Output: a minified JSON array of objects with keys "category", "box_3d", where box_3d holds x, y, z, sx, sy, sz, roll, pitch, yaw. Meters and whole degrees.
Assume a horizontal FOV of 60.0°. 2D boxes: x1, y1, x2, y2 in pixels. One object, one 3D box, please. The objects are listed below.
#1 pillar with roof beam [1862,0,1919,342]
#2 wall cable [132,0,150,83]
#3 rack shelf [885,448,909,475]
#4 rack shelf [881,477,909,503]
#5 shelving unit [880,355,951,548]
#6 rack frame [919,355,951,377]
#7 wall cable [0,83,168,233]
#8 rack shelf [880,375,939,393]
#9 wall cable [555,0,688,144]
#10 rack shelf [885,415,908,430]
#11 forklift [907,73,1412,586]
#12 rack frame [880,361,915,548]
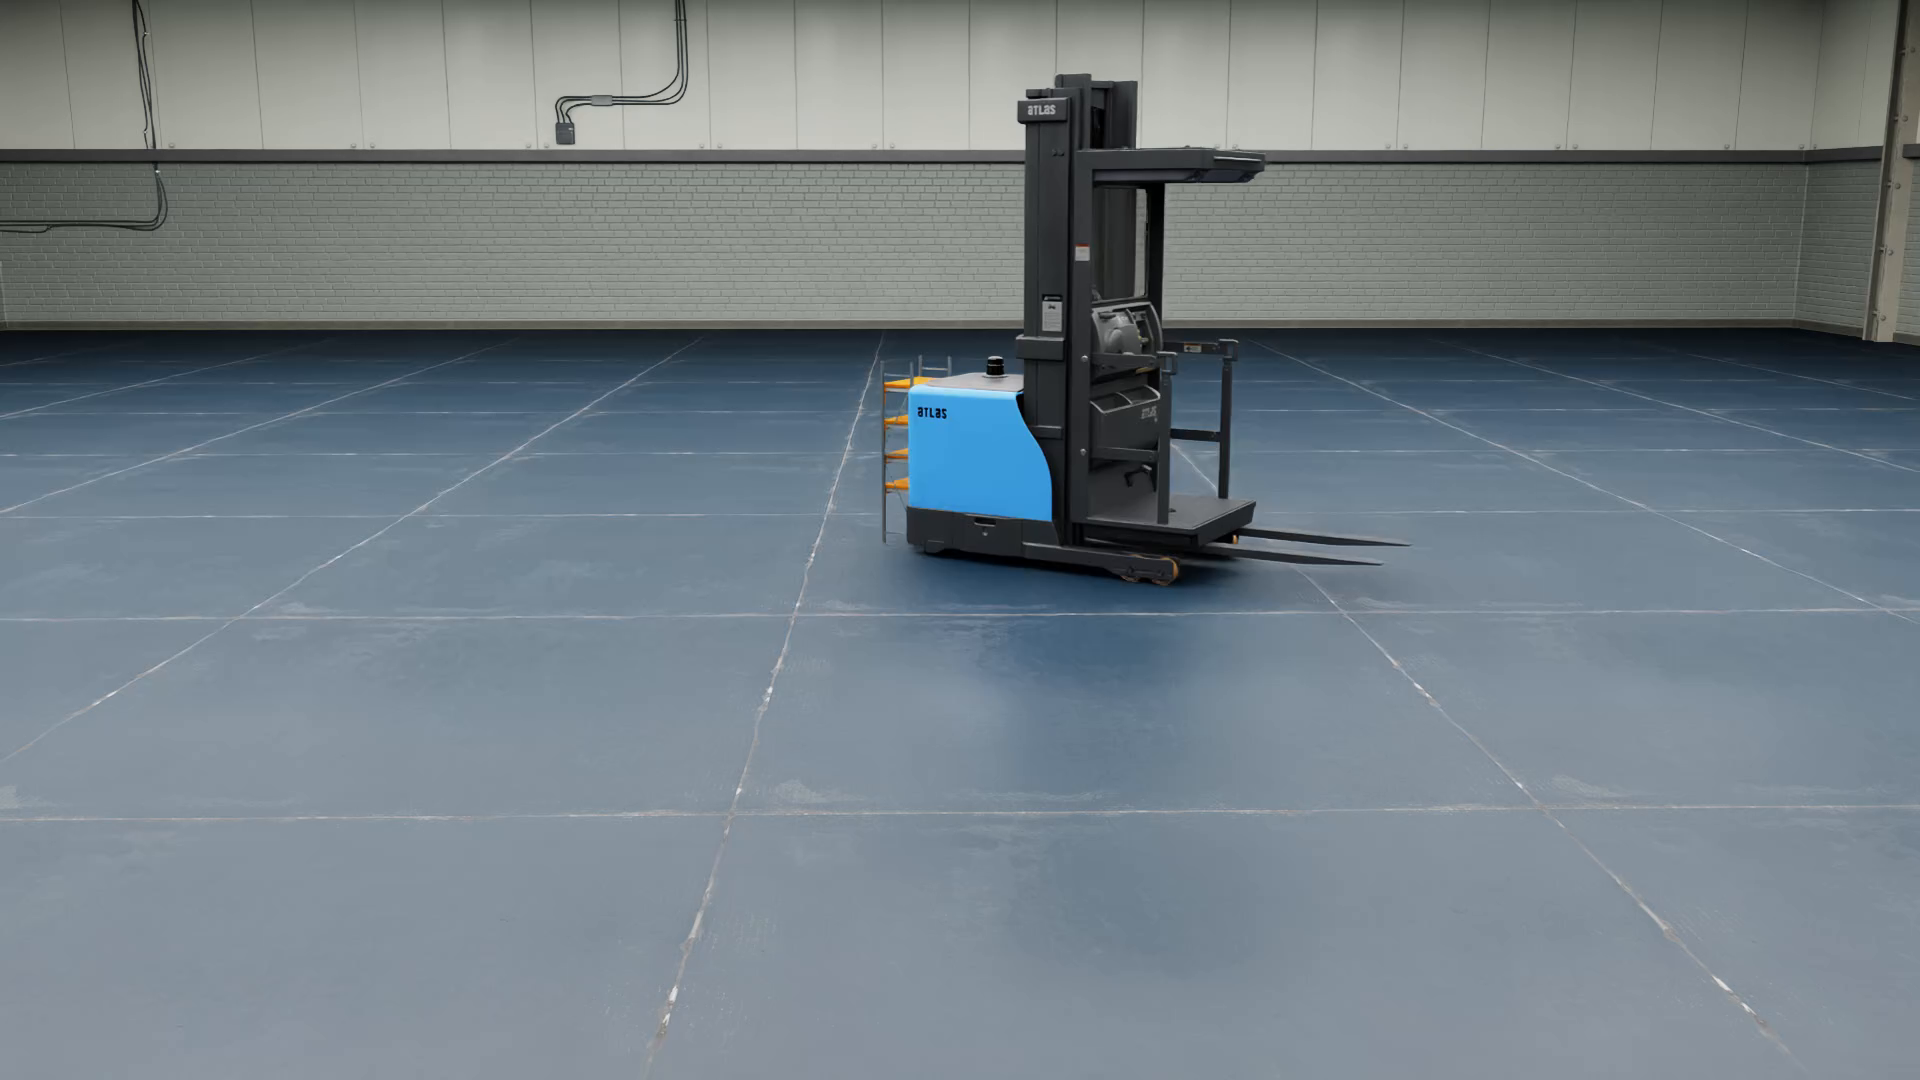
[{"category":"pillar with roof beam","box_3d":[10.605,-7.627,26.019,9.100,9.000,0.400,0,11,-1]},{"category":"wall cable","box_3d":[-12.619,-9.070,28.243,3.097,2.526,0.112,0,11,-1]},{"category":"rack shelf","box_3d":[-0.285,-0.524,10.965,0.258,0.148,0.480,6,13,28]},{"category":"rack shelf","box_3d":[-0.285,-0.330,11.005,0.258,0.148,0.480,6,13,28]},{"category":"shelving unit","box_3d":[-0.285,-0.590,10.952,0.258,1.200,0.503,6,13,28]},{"category":"rack frame","box_3d":[-0.167,-0.633,11.161,0.240,1.200,0.015,6,13,28]},{"category":"wall cable","box_3d":[-15.323,-6.584,28.690,3.097,2.526,0.112,0,11,-1]},{"category":"rack shelf","box_3d":[-0.285,-0.976,10.874,0.258,0.148,0.480,6,13,28]},{"category":"wall cable","box_3d":[-5.832,-9.808,28.220,2.305,6.003,0.169,0,11,-1]},{"category":"rack shelf","box_3d":[-0.285,-0.744,10.921,0.258,0.148,0.480,6,13,28]},{"category":"forklift","box_3d":[1.197,-1.290,10.045,3.031,2.935,1.130,6,13,29]},{"category":"rack frame","box_3d":[-0.403,-0.548,10.743,0.240,1.200,0.015,6,13,28]}]
